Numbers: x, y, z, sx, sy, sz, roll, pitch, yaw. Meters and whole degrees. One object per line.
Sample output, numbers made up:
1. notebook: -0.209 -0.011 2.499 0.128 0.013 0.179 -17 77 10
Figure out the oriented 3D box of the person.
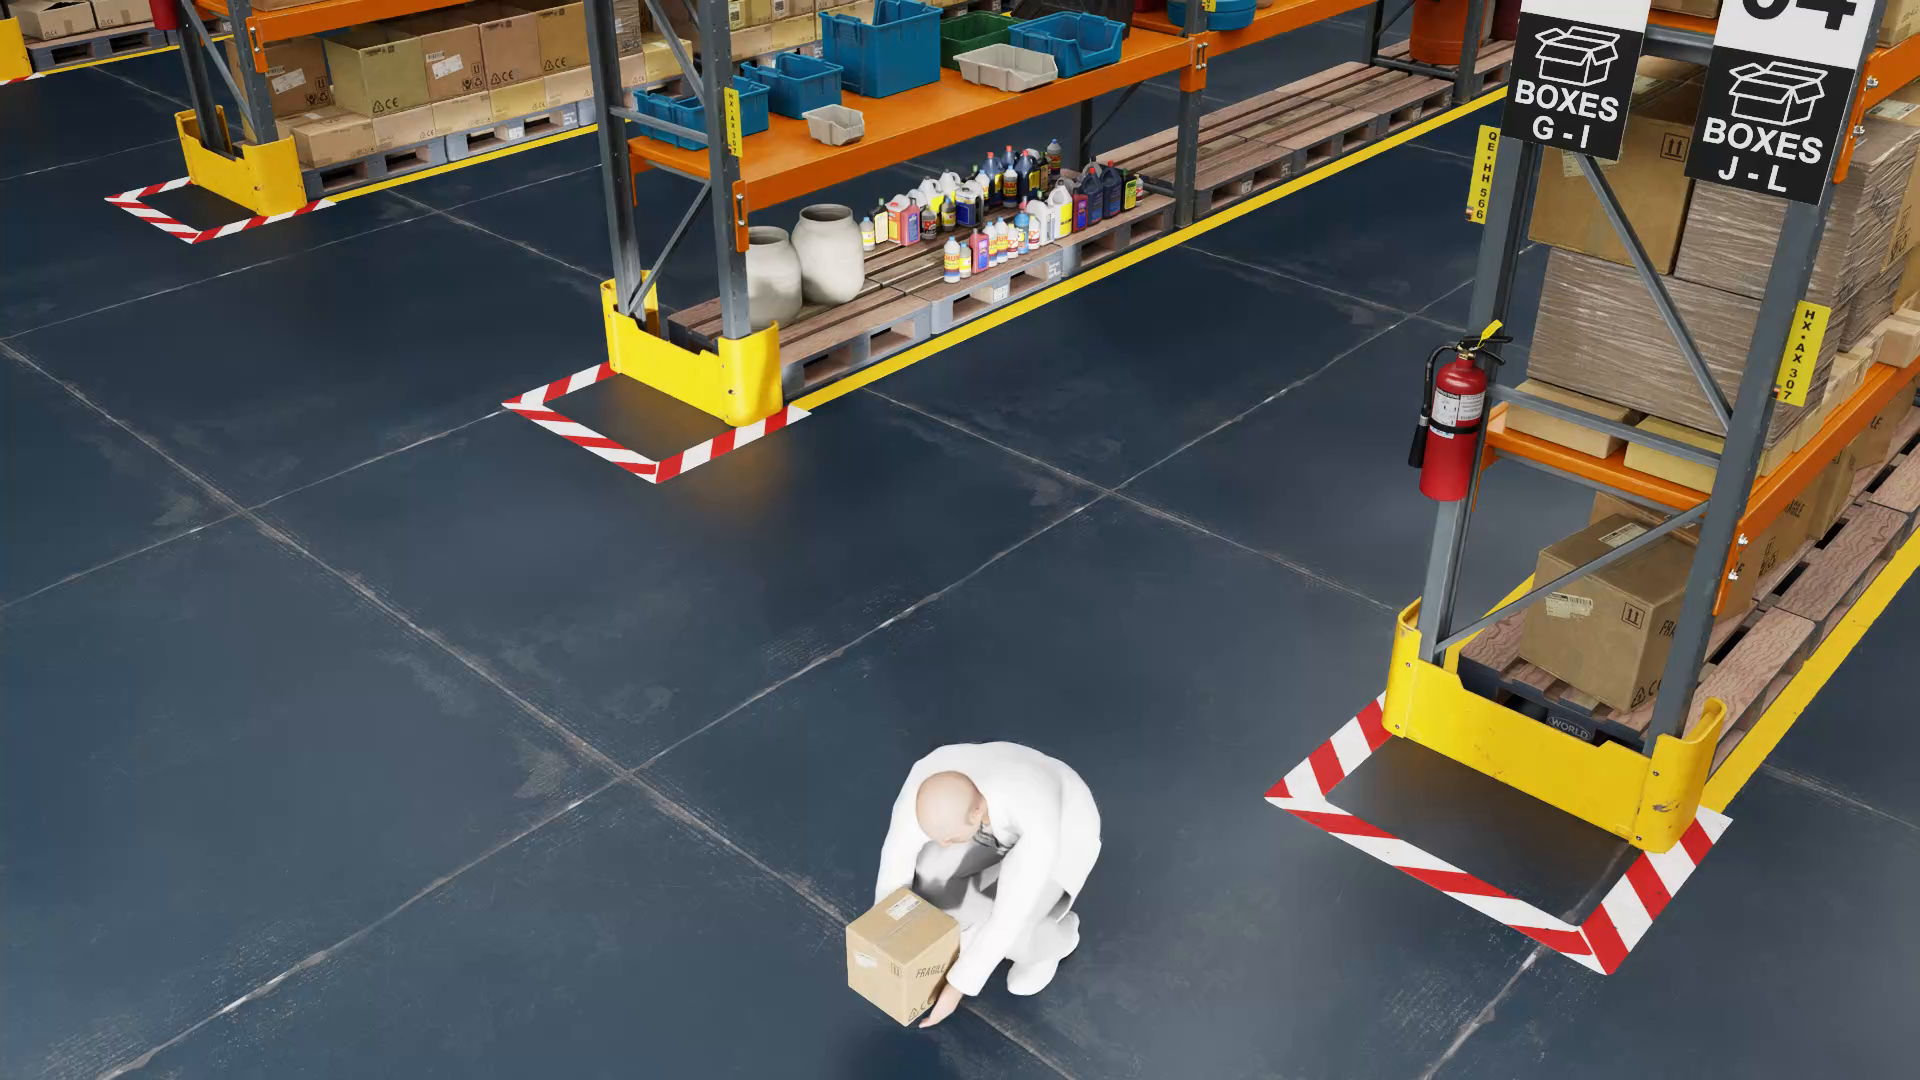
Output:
1. person: 0.095 1.005 5.248 0.607 0.981 0.912 25 39 35
